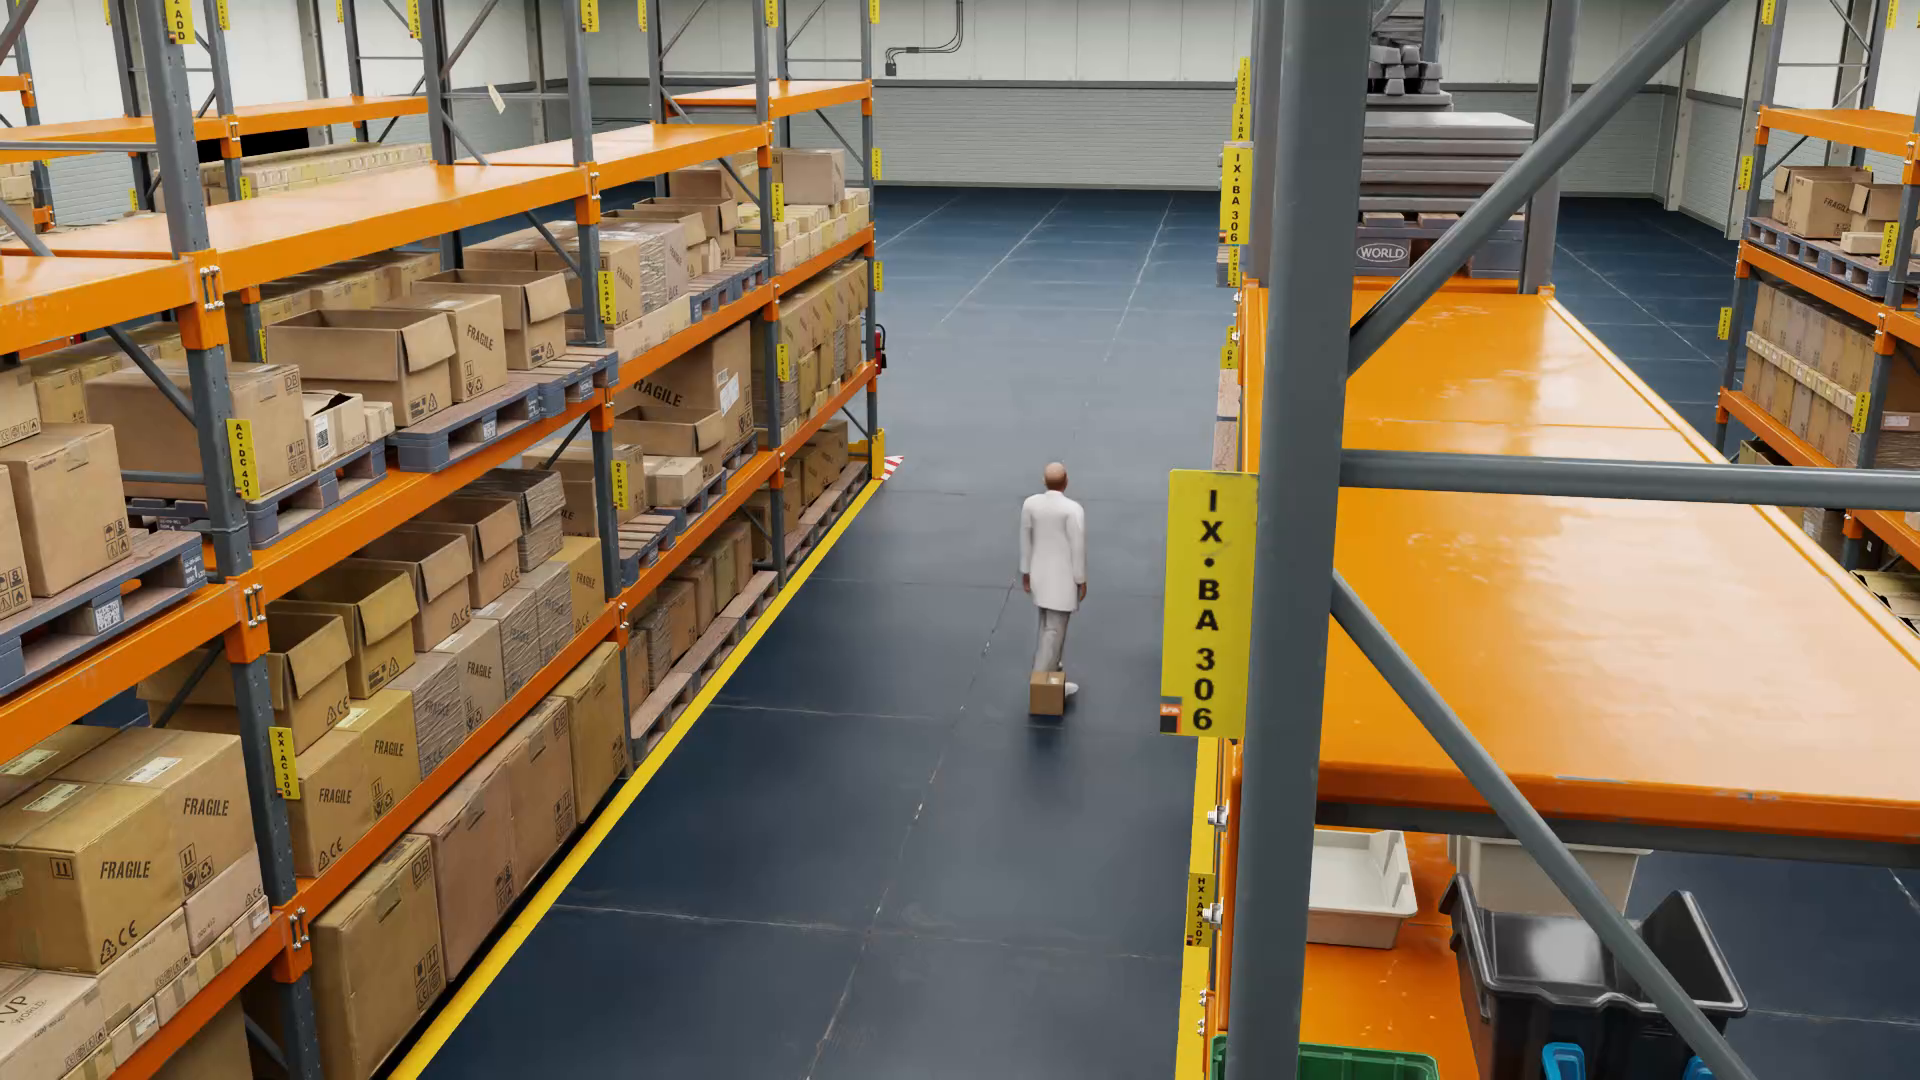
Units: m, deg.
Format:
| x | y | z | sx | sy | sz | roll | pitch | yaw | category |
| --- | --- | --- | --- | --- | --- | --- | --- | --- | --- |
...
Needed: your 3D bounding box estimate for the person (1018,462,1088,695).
| x | y | z | sx | sy | sz | roll | pitch | yaw | category |
| --- | --- | --- | --- | --- | --- | --- | --- | --- | --- |
| 0.709 | 0.285 | 12.667 | 0.597 | 1.778 | 0.623 | 16 | 23 | 40 | person |
